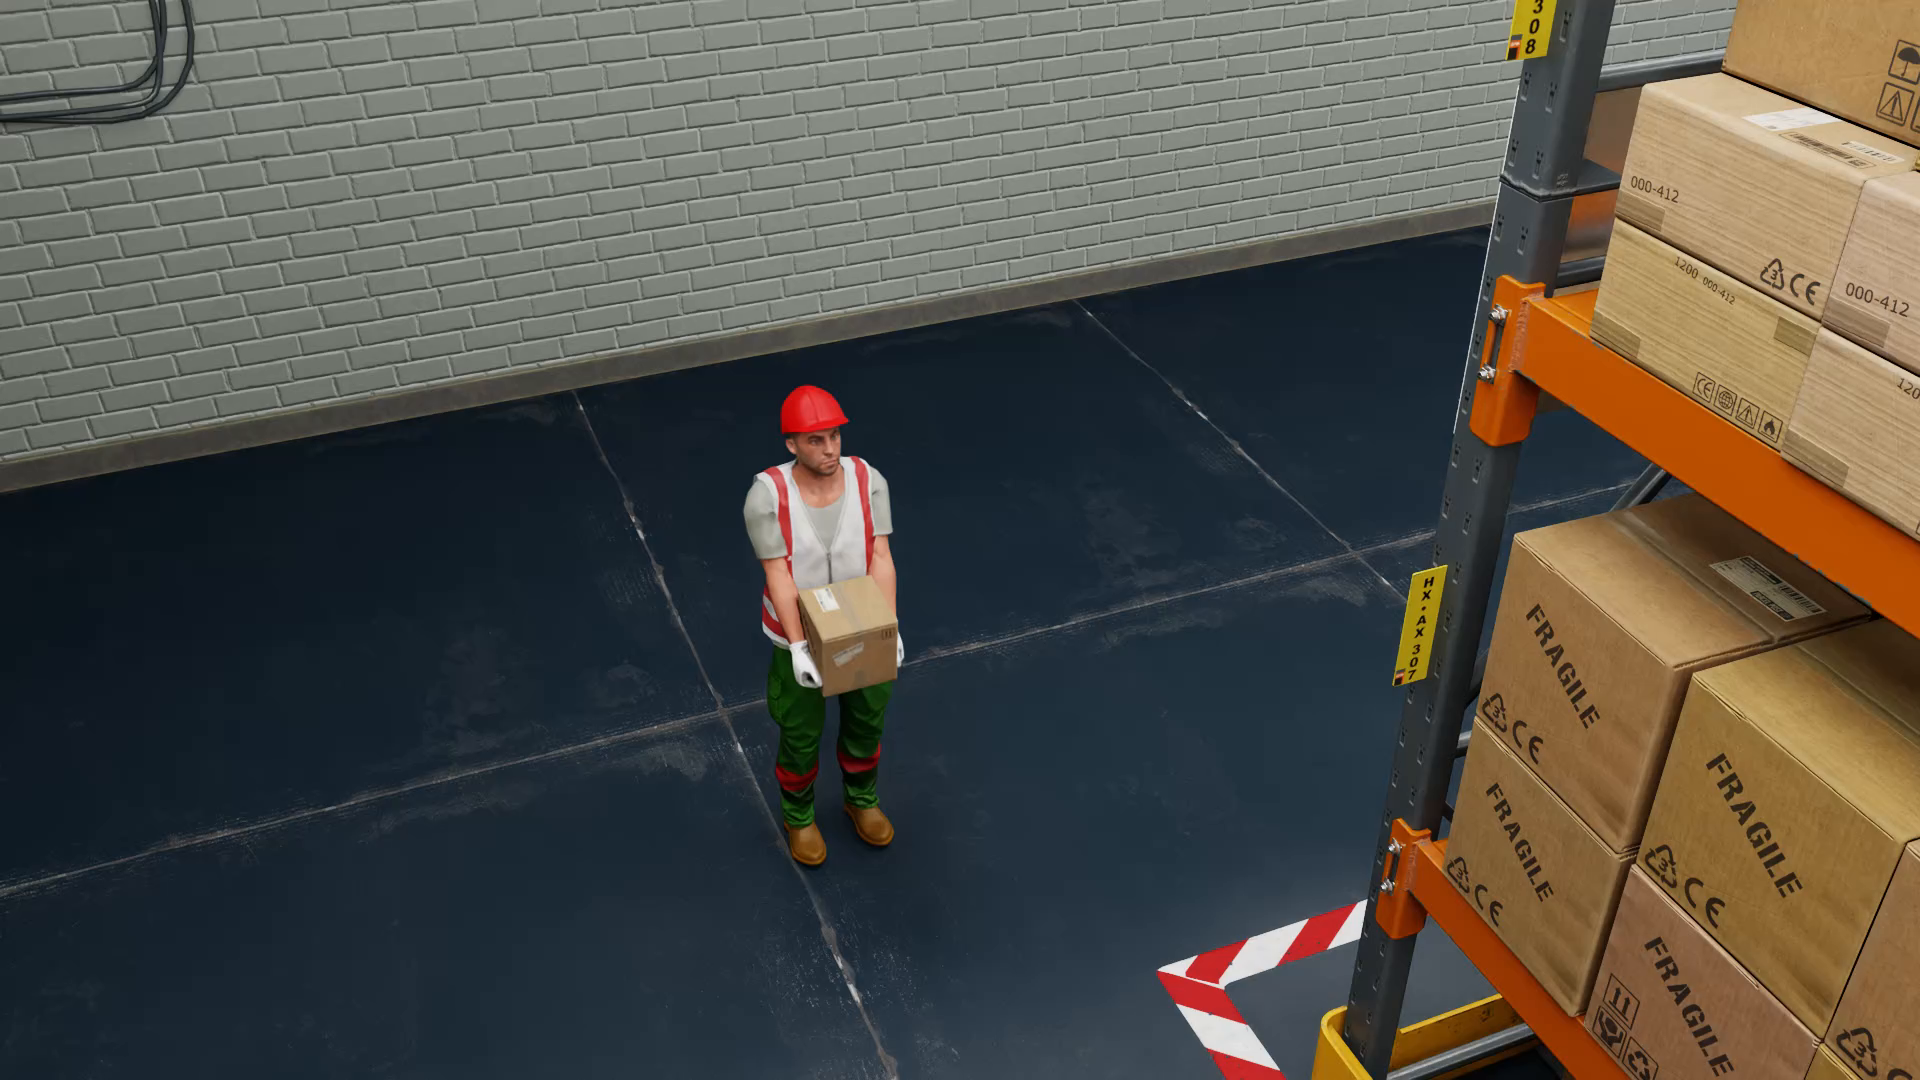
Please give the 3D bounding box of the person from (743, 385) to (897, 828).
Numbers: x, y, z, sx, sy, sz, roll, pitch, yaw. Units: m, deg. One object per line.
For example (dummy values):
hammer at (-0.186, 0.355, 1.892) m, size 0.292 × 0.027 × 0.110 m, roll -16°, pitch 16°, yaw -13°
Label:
person at (-0.435, 0.304, 5.606) m, size 0.493 × 1.721 × 0.460 m, roll -13°, pitch 35°, yaw -18°
